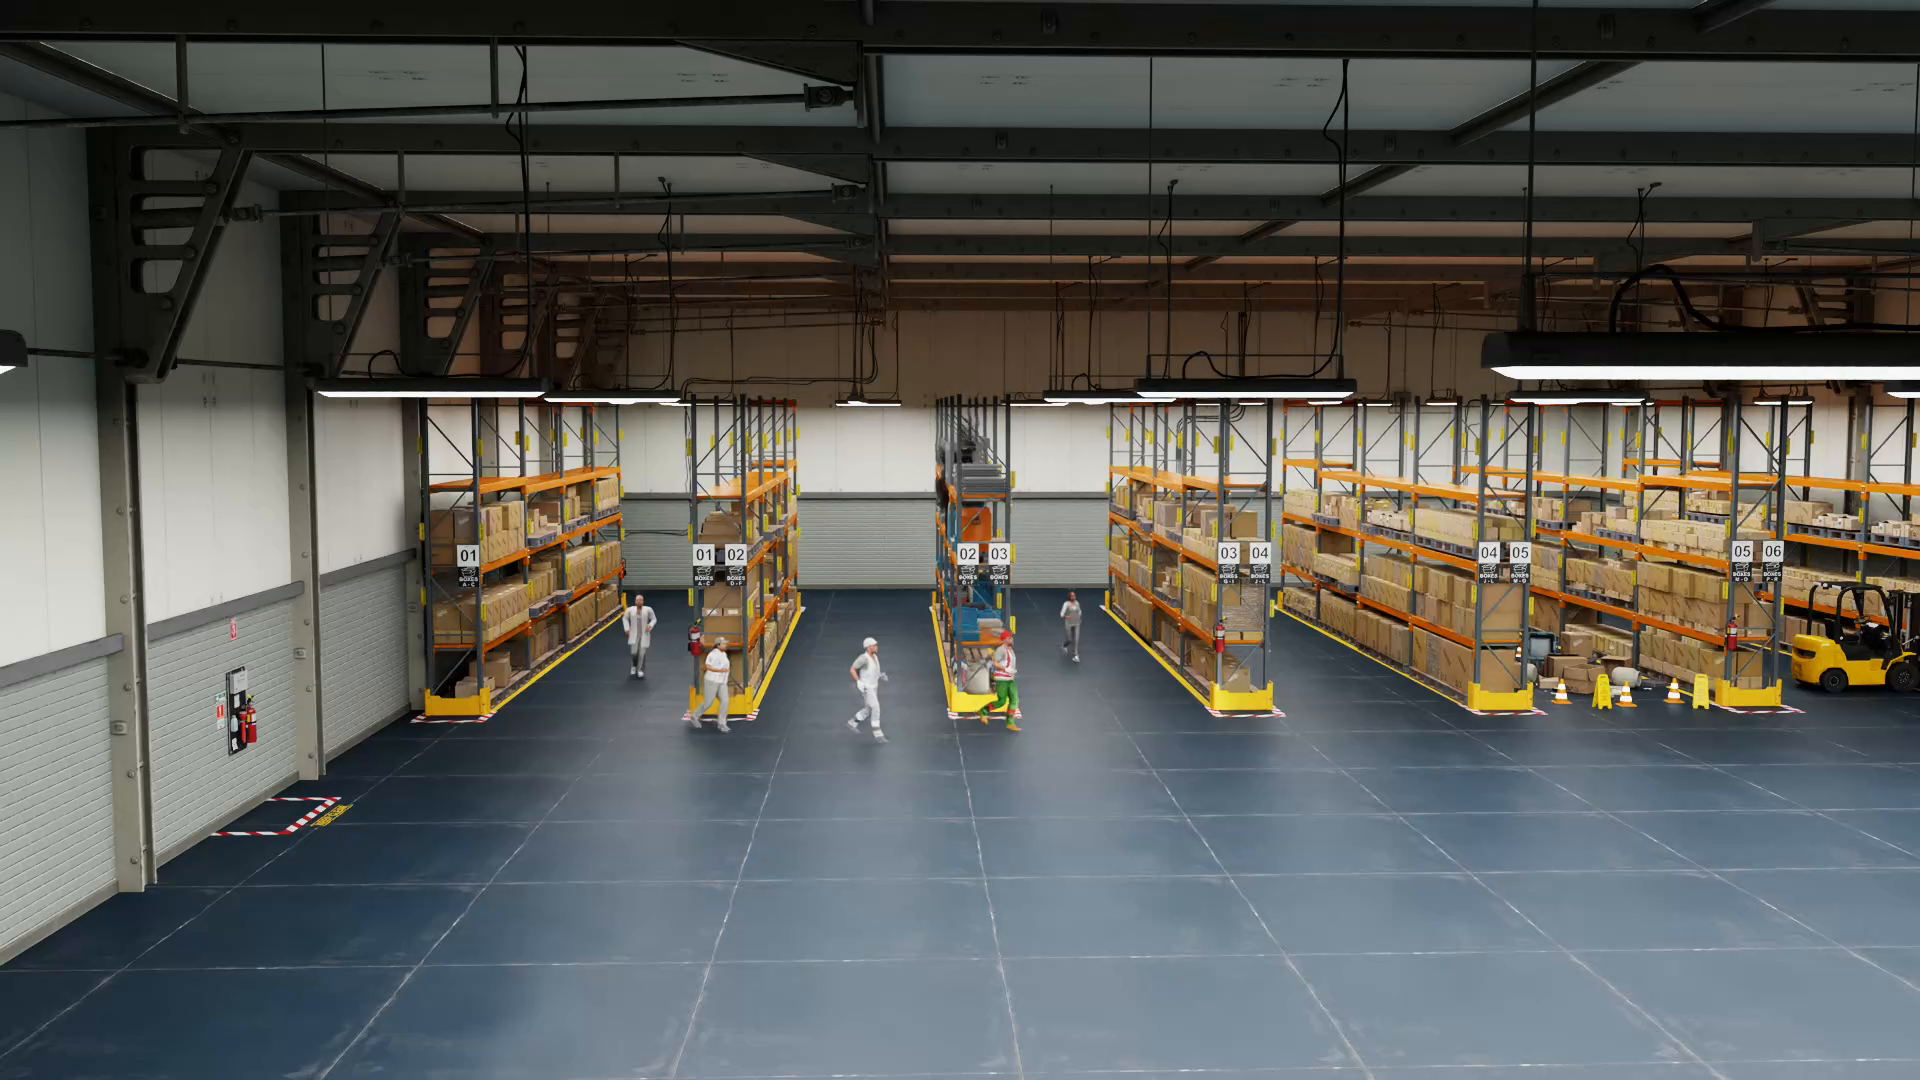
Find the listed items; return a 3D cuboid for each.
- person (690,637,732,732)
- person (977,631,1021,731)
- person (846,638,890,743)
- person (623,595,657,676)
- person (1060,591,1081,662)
[{"bbox_3d":[-4.360,2.566,29.761,0.861,1.665,0.618,3,5,30],"label":"person"},{"bbox_3d":[0.761,2.505,29.783,0.839,1.775,0.670,2,5,28],"label":"person"},{"bbox_3d":[-1.598,2.582,28.671,0.878,1.810,0.681,2,5,22],"label":"person"},{"bbox_3d":[-6.834,2.054,35.505,0.717,1.747,0.645,-1,5,-11],"label":"person"},{"bbox_3d":[2.553,1.945,37.817,0.527,1.567,0.843,-1,5,-15],"label":"person"}]
